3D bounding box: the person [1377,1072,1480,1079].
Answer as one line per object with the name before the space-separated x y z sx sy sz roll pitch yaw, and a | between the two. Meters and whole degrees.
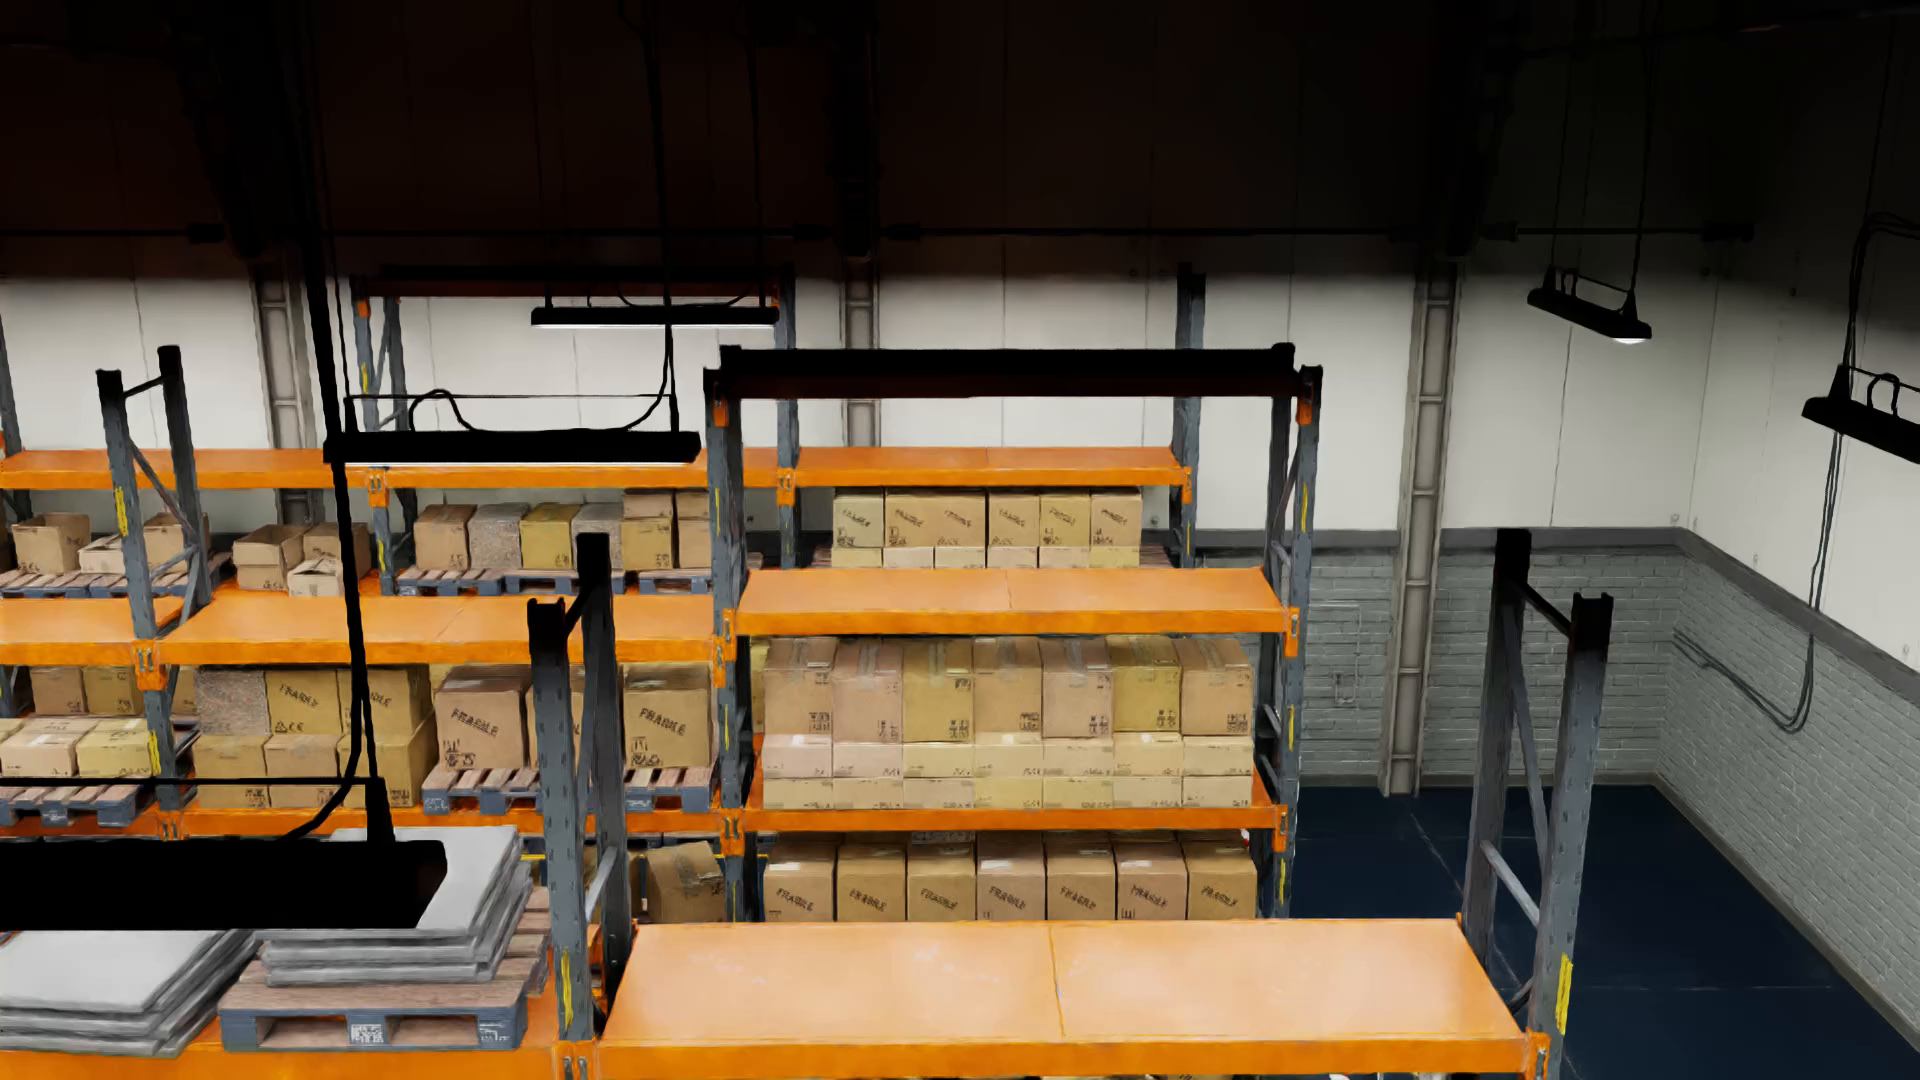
person | 3.424 3.900 12.044 0.752 1.732 0.678 -7 17 -22
